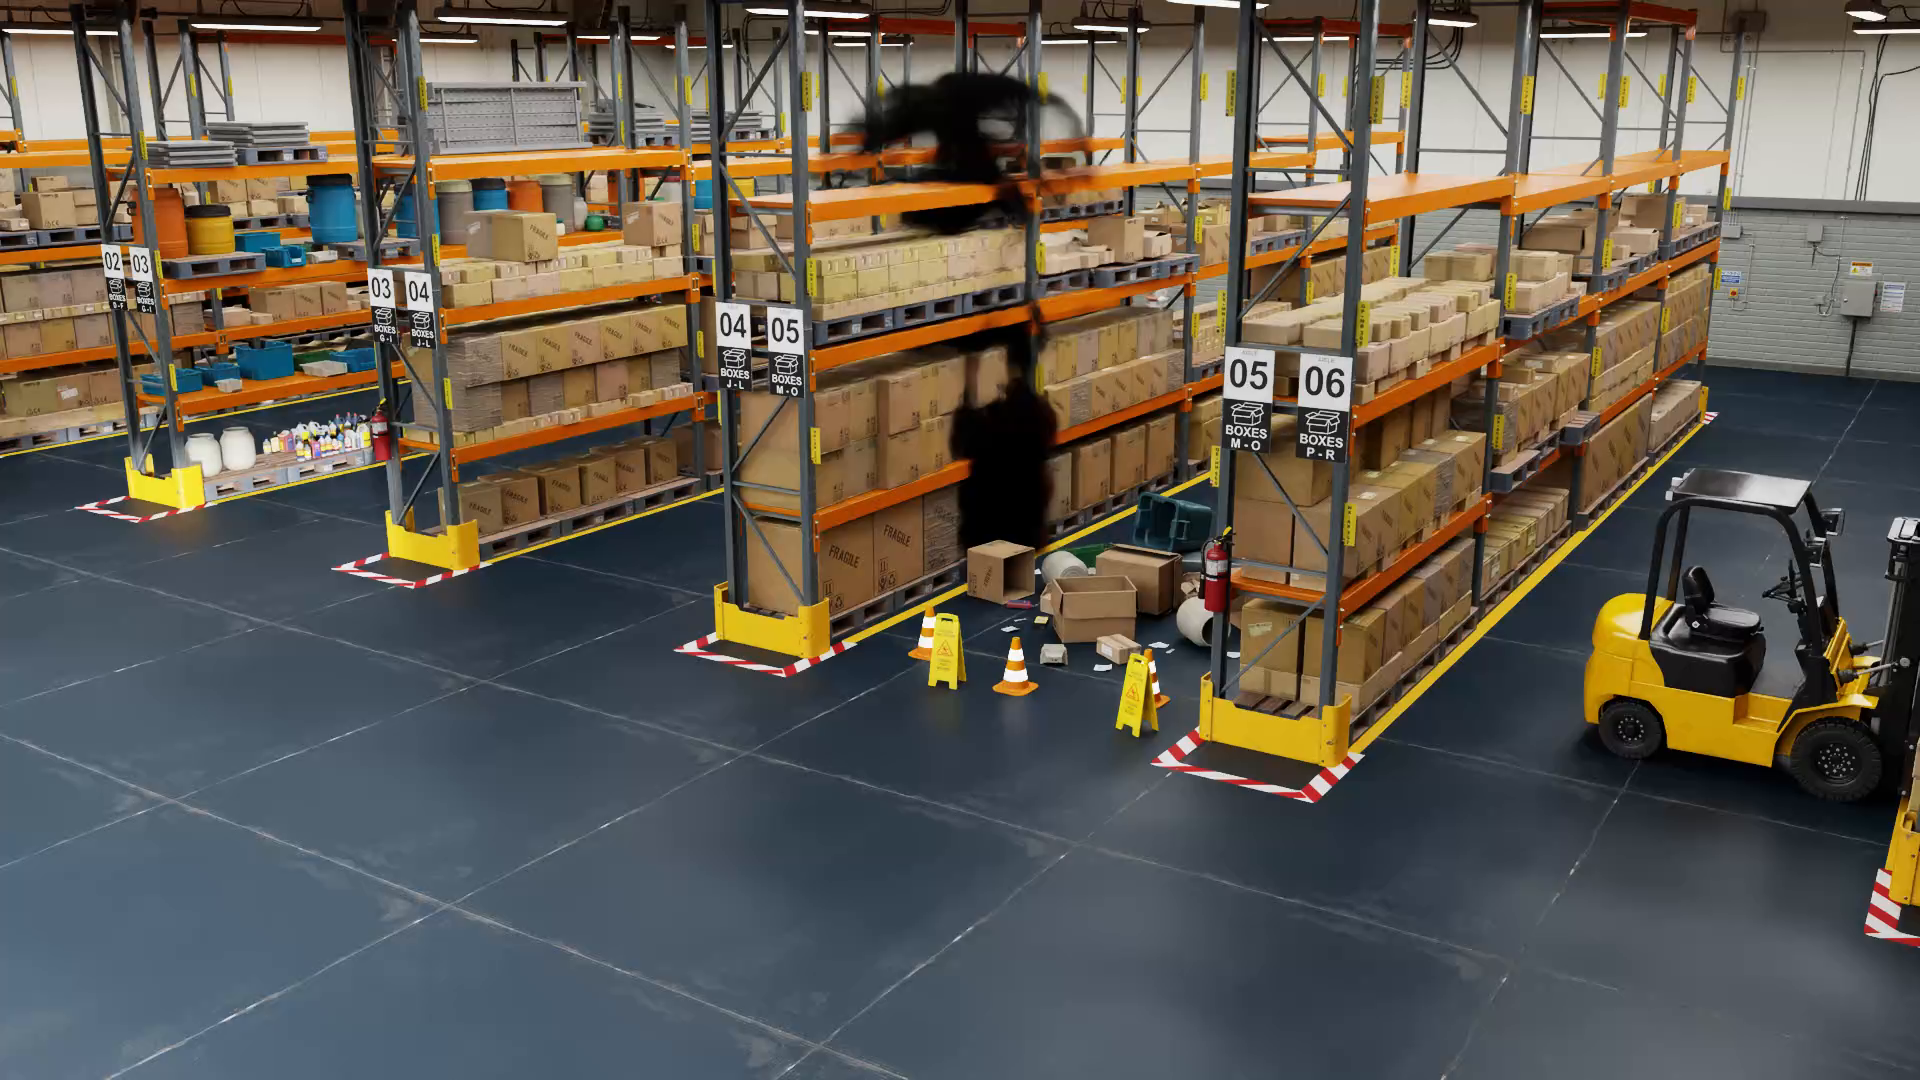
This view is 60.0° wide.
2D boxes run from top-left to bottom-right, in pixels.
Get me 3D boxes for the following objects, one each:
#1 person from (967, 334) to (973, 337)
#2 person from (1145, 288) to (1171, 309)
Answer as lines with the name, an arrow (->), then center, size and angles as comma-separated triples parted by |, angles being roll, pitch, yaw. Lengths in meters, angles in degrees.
person -> 0.063, -1.714, 20.998 | 0.714, 1.818, 0.979 | 8, 17, 25
person -> 3.759, -4.384, 31.706 | 0.654, 1.816, 0.726 | -8, 17, -27
